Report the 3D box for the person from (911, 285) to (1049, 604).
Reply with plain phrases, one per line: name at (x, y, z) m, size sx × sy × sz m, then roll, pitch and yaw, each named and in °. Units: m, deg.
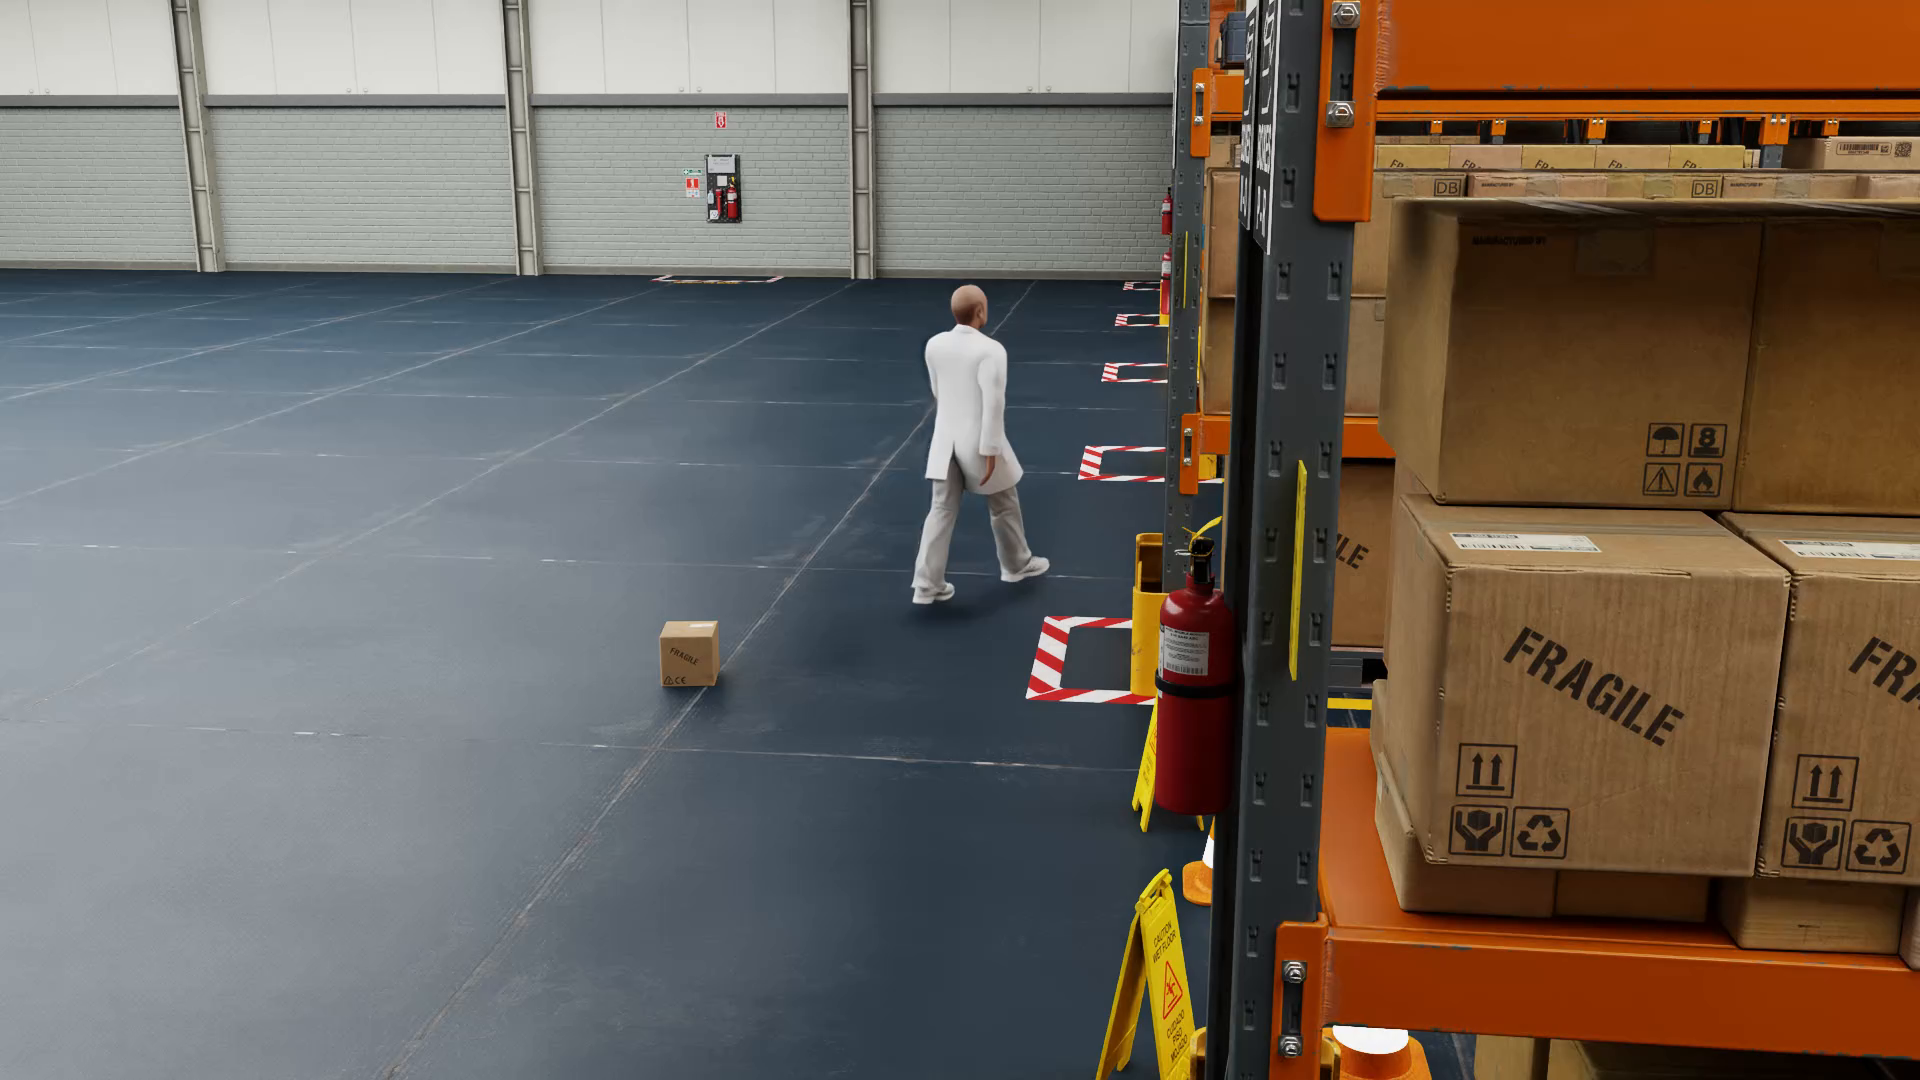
person at (0.111, -0.554, 9.188) m, size 0.577 × 1.722 × 1.087 m, roll 9°, pitch 17°, yaw 32°
